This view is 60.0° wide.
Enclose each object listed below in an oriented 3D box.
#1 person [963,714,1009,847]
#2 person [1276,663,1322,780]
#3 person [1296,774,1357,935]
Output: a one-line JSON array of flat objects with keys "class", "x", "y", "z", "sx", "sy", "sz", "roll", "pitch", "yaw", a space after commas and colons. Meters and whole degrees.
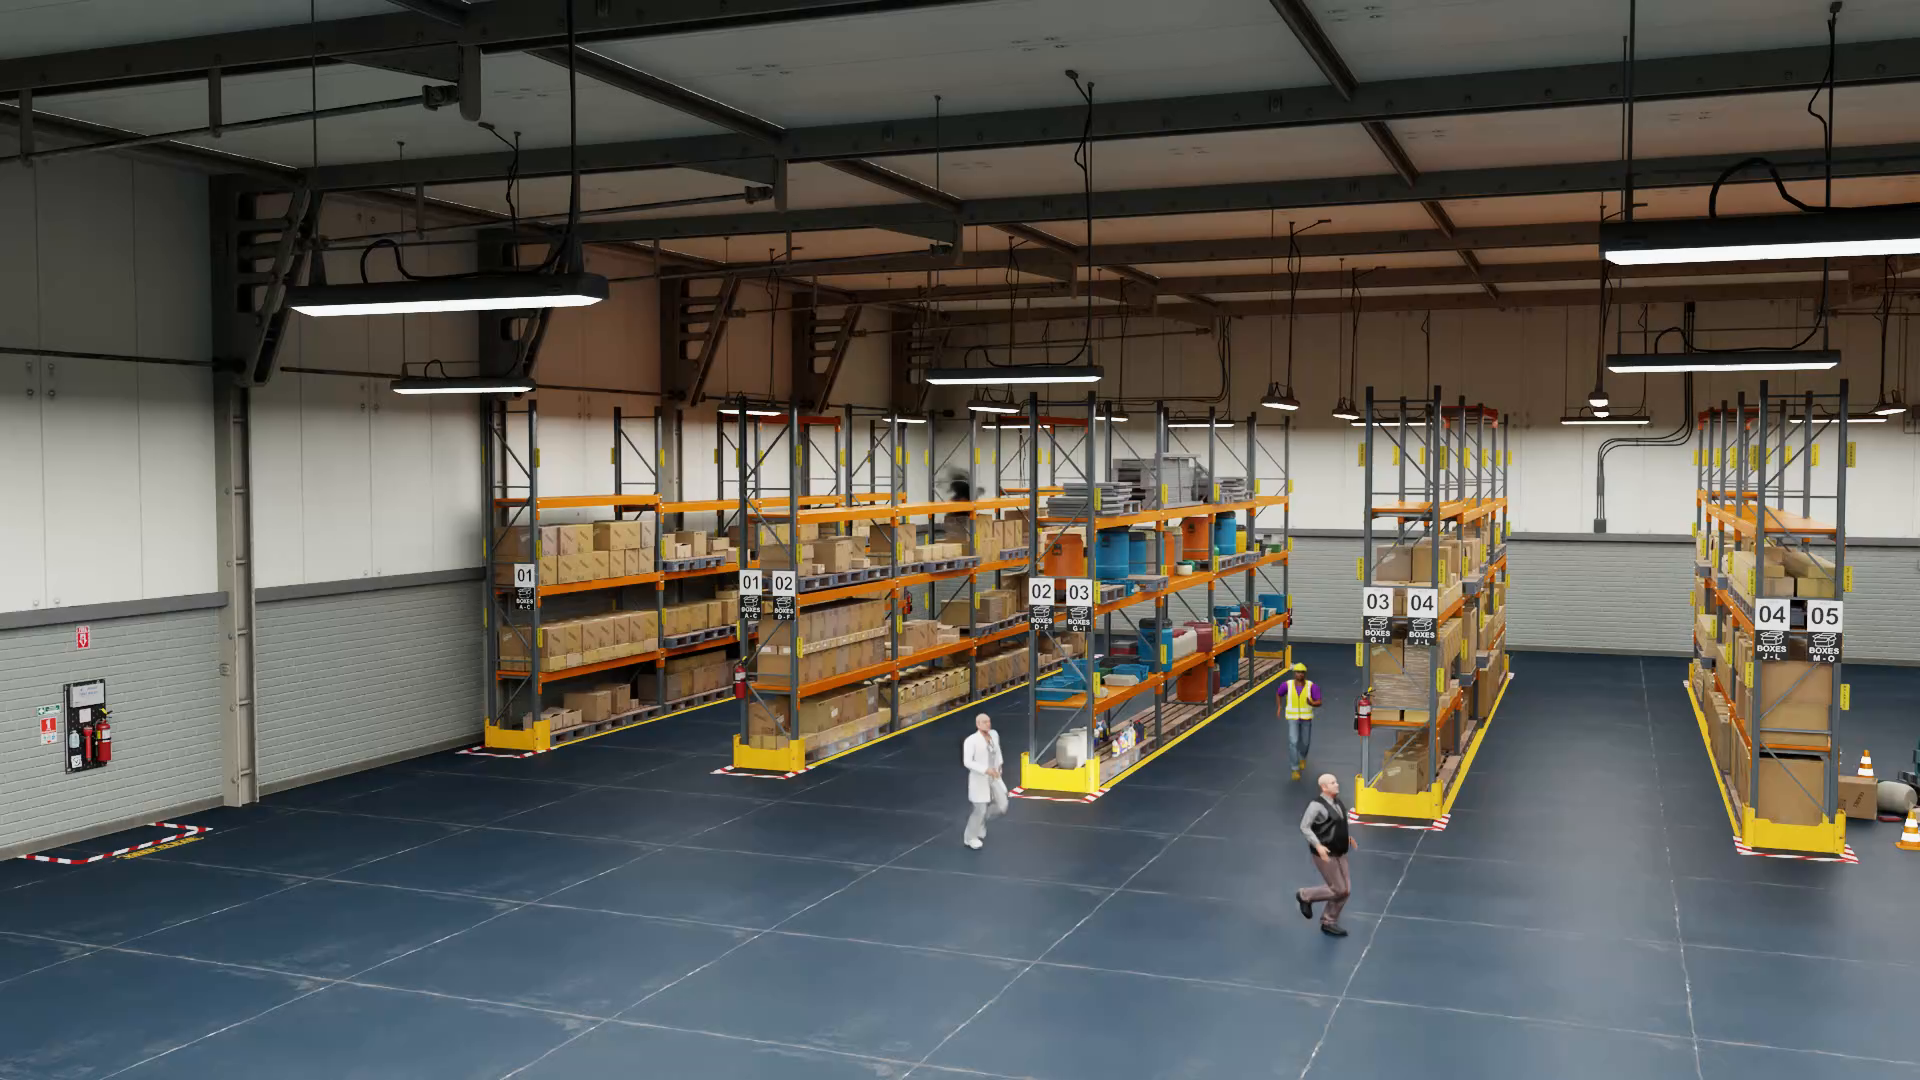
[{"class": "person", "x": 0.343, "y": 3.081, "z": 21.280, "sx": 0.738, "sy": 1.732, "sz": 0.748, "roll": -2, "pitch": 4, "yaw": -38}, {"class": "person", "x": 5.313, "y": 2.804, "z": 26.033, "sx": 0.698, "sy": 1.757, "sz": 0.984, "roll": 0, "pitch": 3, "yaw": 7}, {"class": "person", "x": 3.871, "y": 3.303, "z": 17.548, "sx": 0.583, "sy": 1.679, "sz": 0.665, "roll": 3, "pitch": 4, "yaw": 45}]
